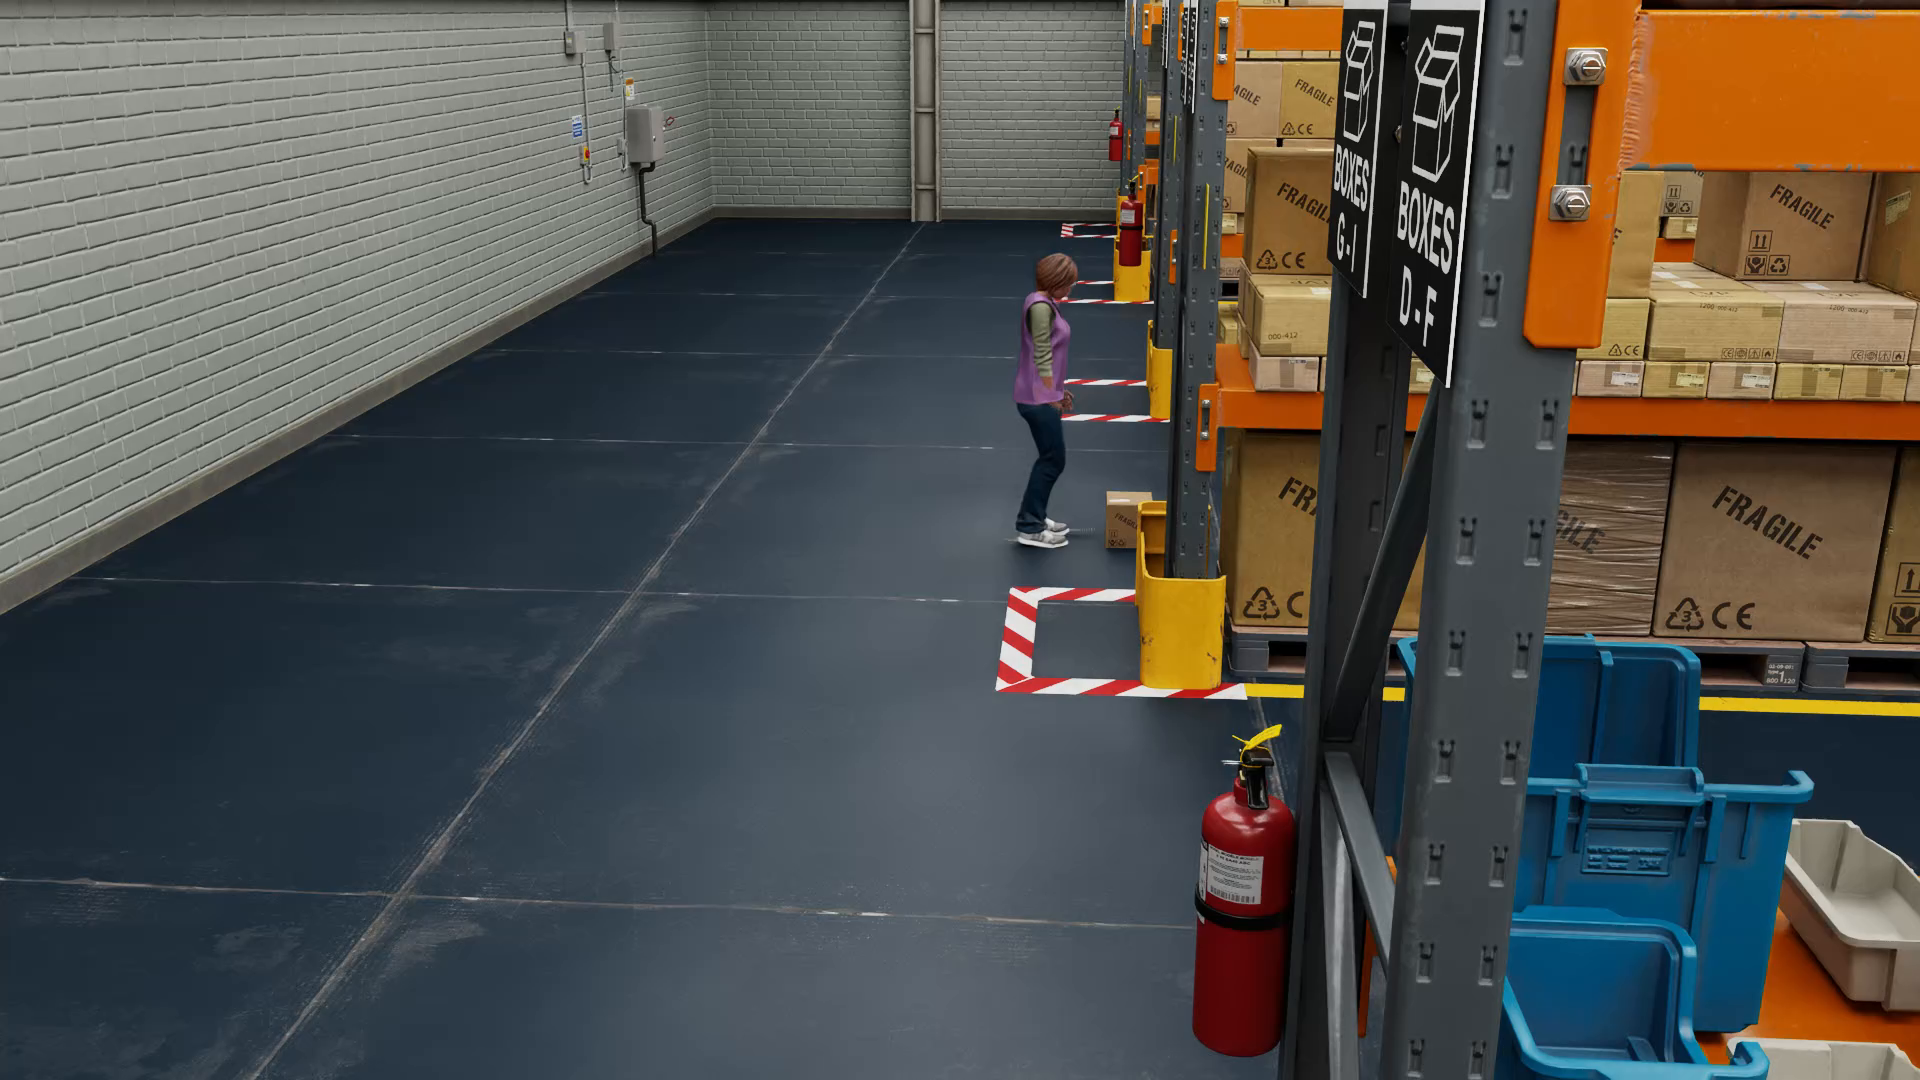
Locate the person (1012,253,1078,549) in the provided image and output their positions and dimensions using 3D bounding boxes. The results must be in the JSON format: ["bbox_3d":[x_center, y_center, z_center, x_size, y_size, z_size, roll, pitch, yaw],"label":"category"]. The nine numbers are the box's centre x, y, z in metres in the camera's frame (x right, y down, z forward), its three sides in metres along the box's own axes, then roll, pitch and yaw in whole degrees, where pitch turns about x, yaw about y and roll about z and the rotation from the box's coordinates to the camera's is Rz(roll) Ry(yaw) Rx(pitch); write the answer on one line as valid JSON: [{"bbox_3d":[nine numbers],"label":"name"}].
[{"bbox_3d":[0.453,-0.757,8.974,0.340,1.579,0.417,2,18,5],"label":"person"}]
